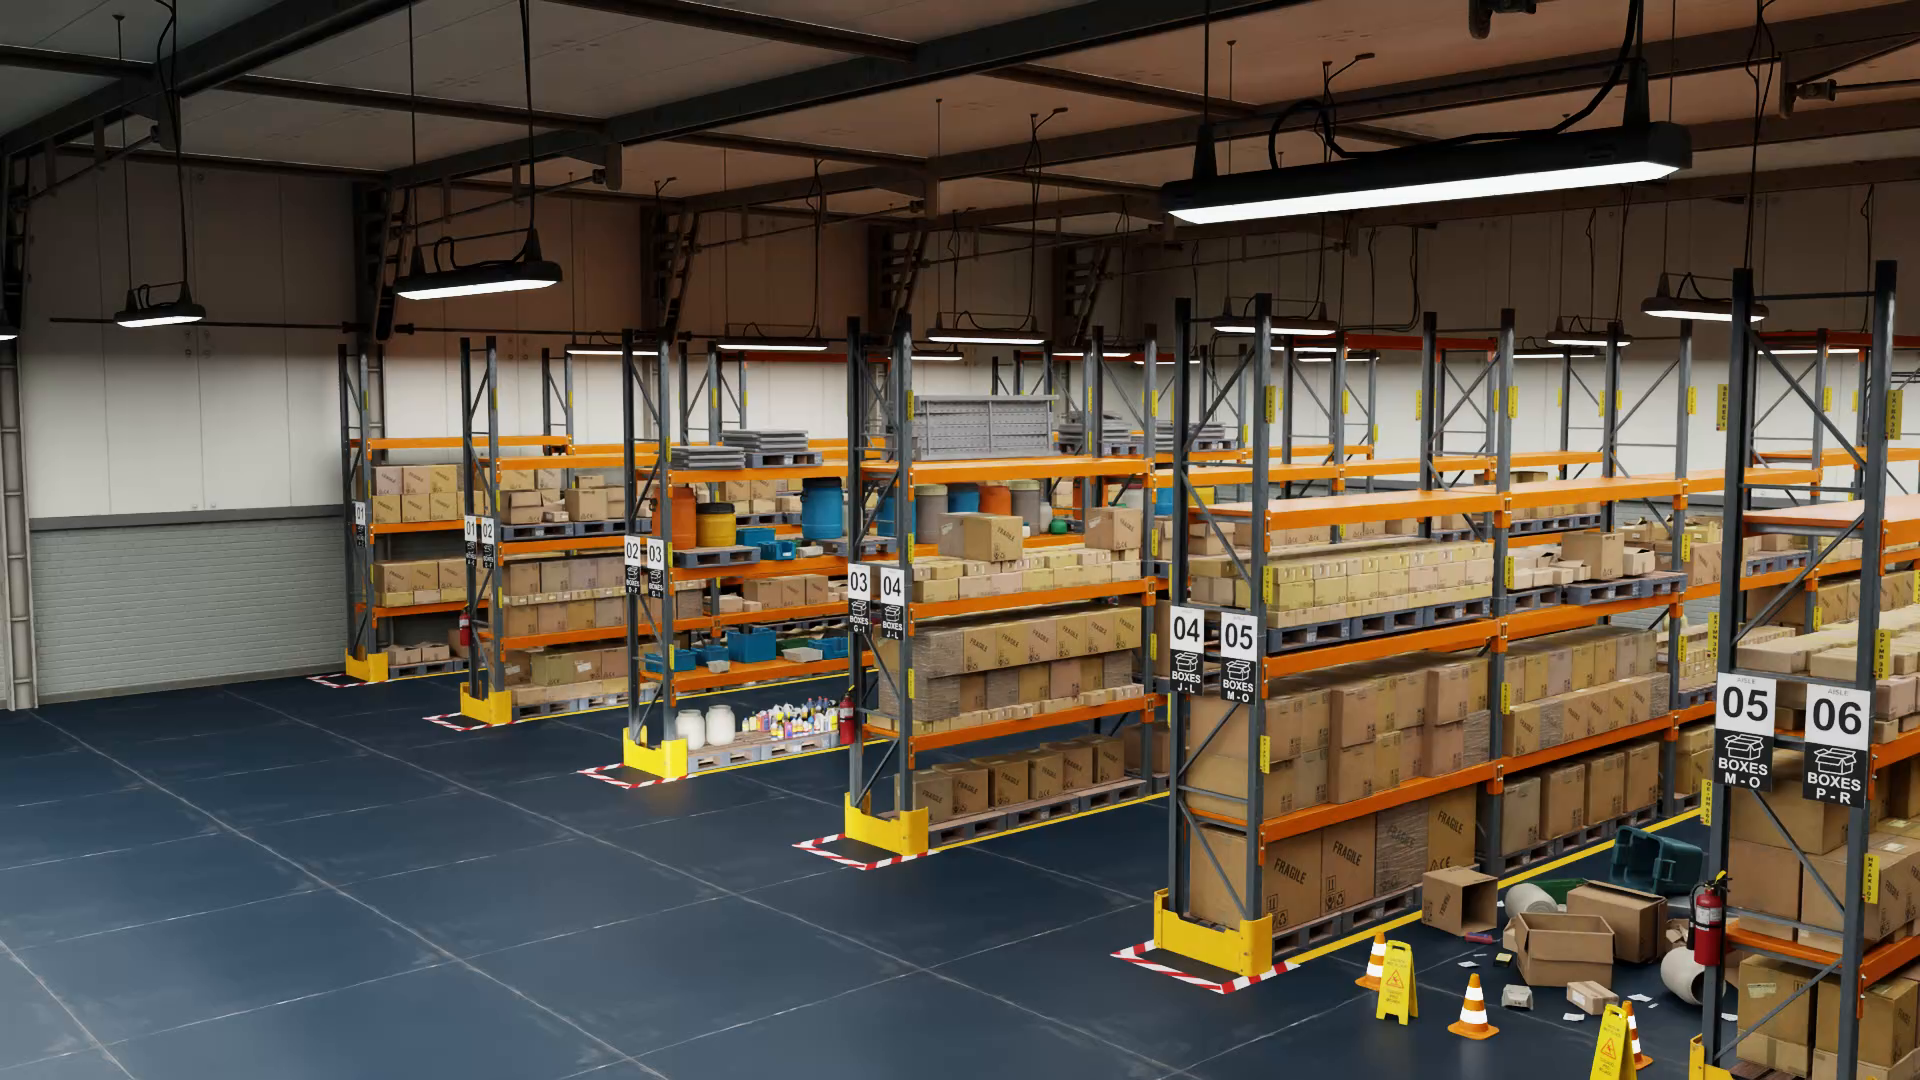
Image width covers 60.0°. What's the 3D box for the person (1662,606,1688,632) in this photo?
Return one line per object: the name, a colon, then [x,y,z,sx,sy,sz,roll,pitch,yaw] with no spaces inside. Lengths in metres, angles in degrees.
person: [12.216,1.798,28.439,0.447,1.611,1.067,3,6,30]
